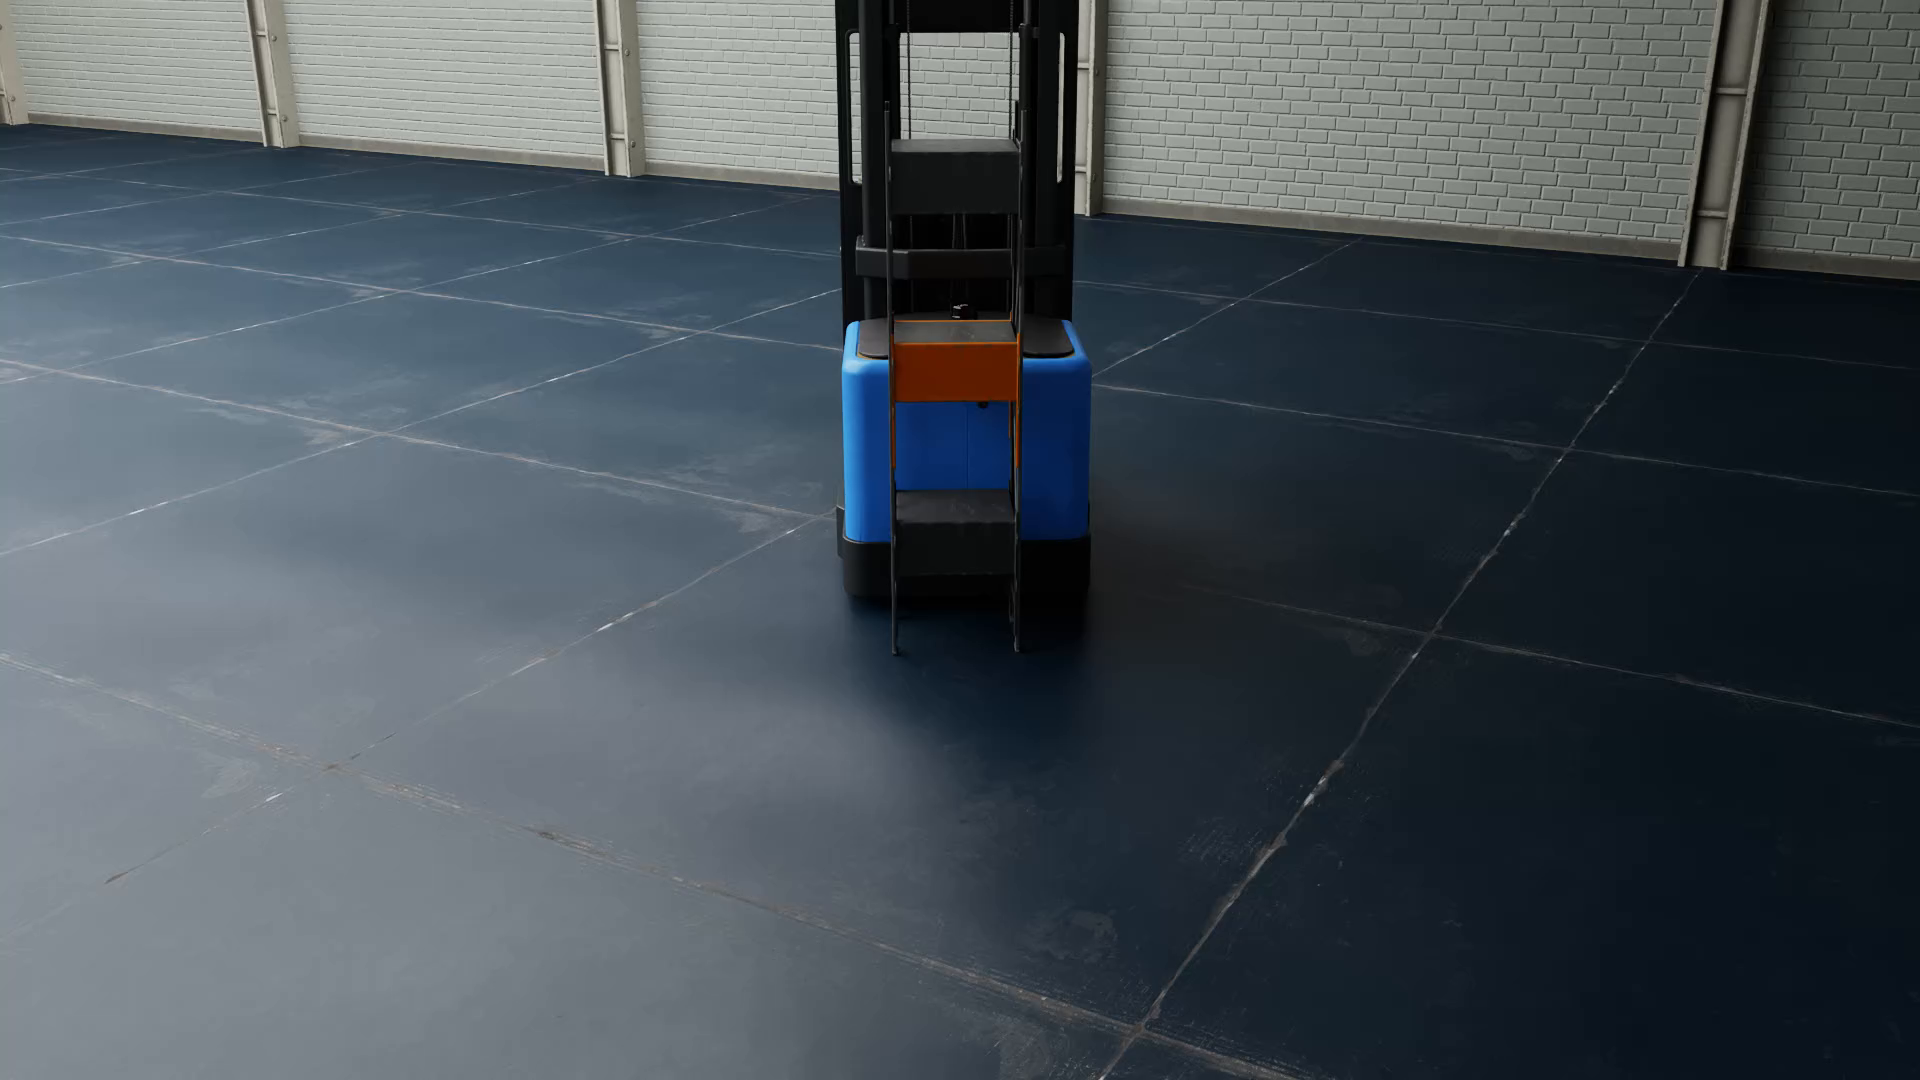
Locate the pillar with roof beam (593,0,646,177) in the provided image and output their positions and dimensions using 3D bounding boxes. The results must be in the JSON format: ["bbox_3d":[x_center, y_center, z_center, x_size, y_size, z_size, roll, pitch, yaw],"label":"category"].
[{"bbox_3d":[-6.106,-7.333,14.885,0.400,9.000,9.100,11,23,27],"label":"pillar with roof beam"}]

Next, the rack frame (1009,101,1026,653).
[{"bbox_3d":[0.221,-0.603,6.450,0.015,2.100,0.400,-1,20,-2],"label":"rack frame"}]

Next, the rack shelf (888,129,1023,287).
[{"bbox_3d":[-0.023,-1.246,6.207,0.480,0.518,0.431,-1,20,-2],"label":"rack shelf"}]

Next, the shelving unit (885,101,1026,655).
[{"bbox_3d":[-0.023,-0.600,6.441,0.503,2.100,0.431,-1,20,-2],"label":"shelving unit"}]

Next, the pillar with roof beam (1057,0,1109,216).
[{"bbox_3d":[-0.868,-6.335,12.134,0.400,9.000,9.100,11,23,27],"label":"pillar with roof beam"}]

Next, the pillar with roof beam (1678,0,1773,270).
[{"bbox_3d":[4.370,-5.338,9.383,0.400,9.000,9.100,11,23,27],"label":"pillar with roof beam"}]

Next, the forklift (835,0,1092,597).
[{"bbox_3d":[-0.024,-1.593,7.958,1.130,2.935,3.031,-1,20,-2],"label":"forklift"}]

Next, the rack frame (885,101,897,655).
[{"bbox_3d":[-0.267,-0.597,6.432,0.015,2.100,0.400,-1,20,-2],"label":"rack frame"}]

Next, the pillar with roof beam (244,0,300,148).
[{"bbox_3d":[-11.345,-8.331,17.636,0.400,9.000,9.100,11,23,27],"label":"pillar with roof beam"}]

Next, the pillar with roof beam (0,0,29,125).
[{"bbox_3d":[-16.583,-9.329,20.386,0.400,9.000,9.100,11,23,27],"label":"pillar with roof beam"}]

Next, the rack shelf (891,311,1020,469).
[{"bbox_3d":[-0.023,-0.588,6.446,0.480,0.518,0.431,-1,20,-2],"label":"rack shelf"}]

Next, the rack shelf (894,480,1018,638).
[{"bbox_3d":[-0.023,0.071,6.684,0.480,0.518,0.431,-1,20,-2],"label":"rack shelf"}]
